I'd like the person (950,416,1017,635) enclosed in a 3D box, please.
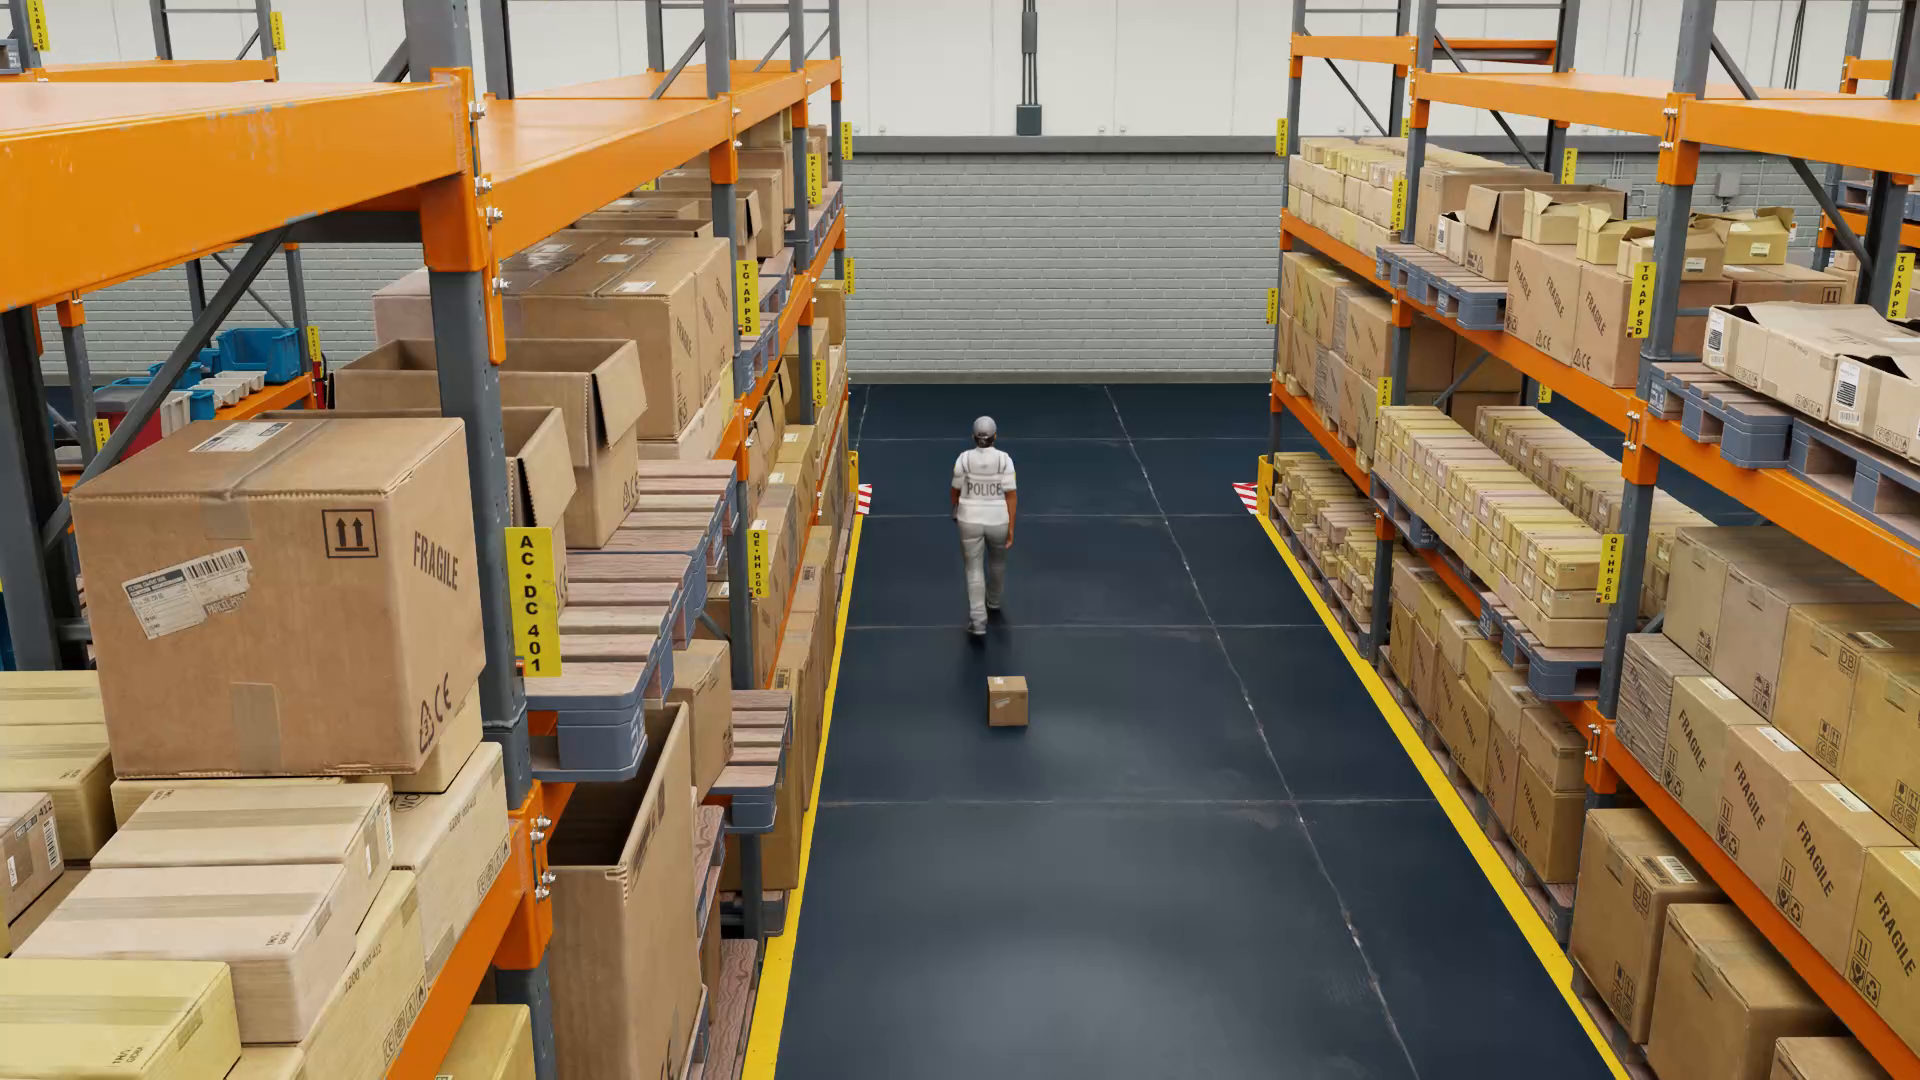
[{"bbox_3d":[0.170,-0.159,12.521,0.490,1.600,1.027,-1,17,-4],"label":"person"}]
